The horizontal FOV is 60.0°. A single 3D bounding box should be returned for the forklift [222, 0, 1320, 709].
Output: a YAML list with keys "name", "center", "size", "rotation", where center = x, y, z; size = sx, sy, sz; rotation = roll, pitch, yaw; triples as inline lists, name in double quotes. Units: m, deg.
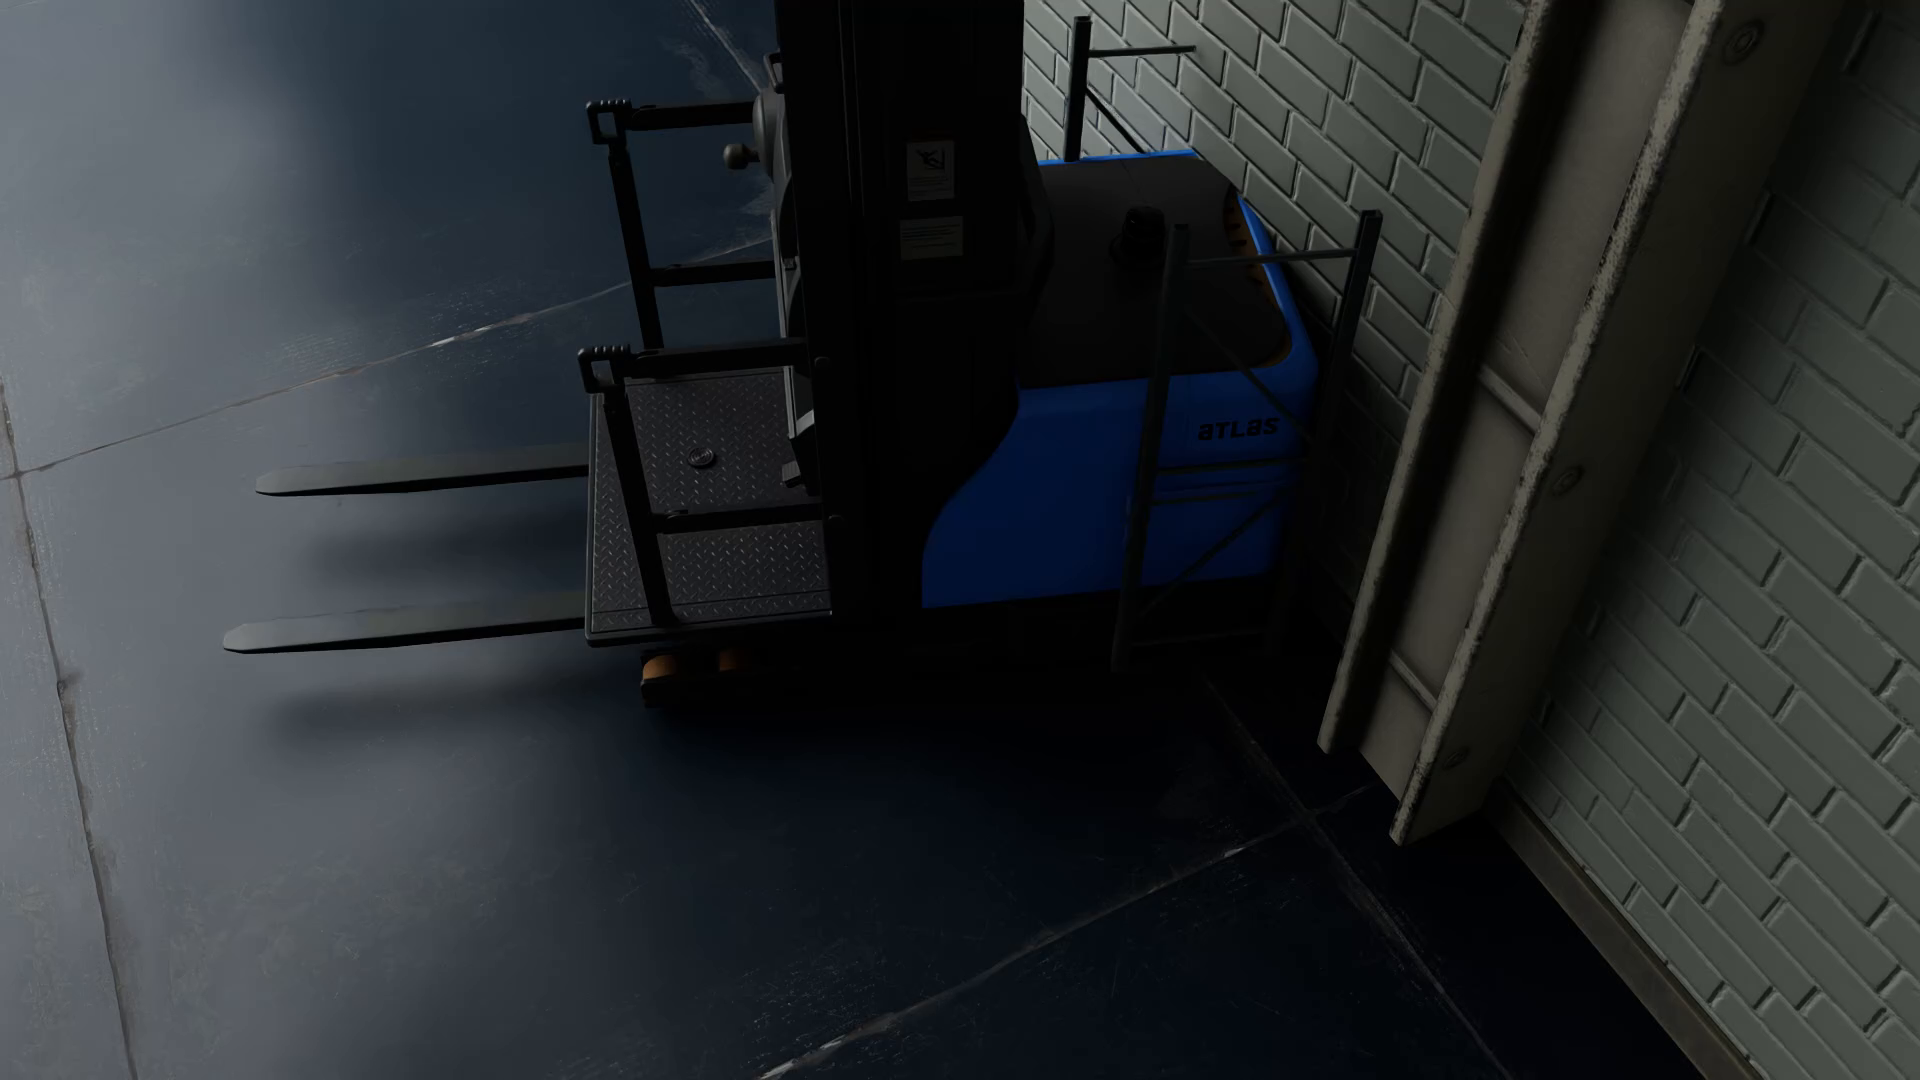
- name: "forklift"
  center: [-0.620, -0.905, 4.095]
  size: [3.031, 2.935, 1.130]
  rotation: [-6, 49, -5]

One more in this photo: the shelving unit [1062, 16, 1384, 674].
- name: "shelving unit"
  center: [0.620, -0.539, 4.683]
  size: [0.538, 1.500, 1.048]
  rotation: [-5, 44, -8]

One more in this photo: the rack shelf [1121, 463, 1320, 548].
- name: "rack shelf"
  center: [0.615, -0.409, 4.807]
  size: [0.538, 0.185, 1.000]
  rotation: [-5, 44, -8]

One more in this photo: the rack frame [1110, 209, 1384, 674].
- name: "rack frame"
  center: [0.705, -0.191, 4.323]
  size: [0.500, 1.500, 0.032]
  rotation: [-5, 44, -8]

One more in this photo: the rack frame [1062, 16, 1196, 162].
- name: "rack frame"
  center: [0.535, -0.888, 5.043]
  size: [0.500, 1.500, 0.032]
  rotation: [-5, 44, -8]
